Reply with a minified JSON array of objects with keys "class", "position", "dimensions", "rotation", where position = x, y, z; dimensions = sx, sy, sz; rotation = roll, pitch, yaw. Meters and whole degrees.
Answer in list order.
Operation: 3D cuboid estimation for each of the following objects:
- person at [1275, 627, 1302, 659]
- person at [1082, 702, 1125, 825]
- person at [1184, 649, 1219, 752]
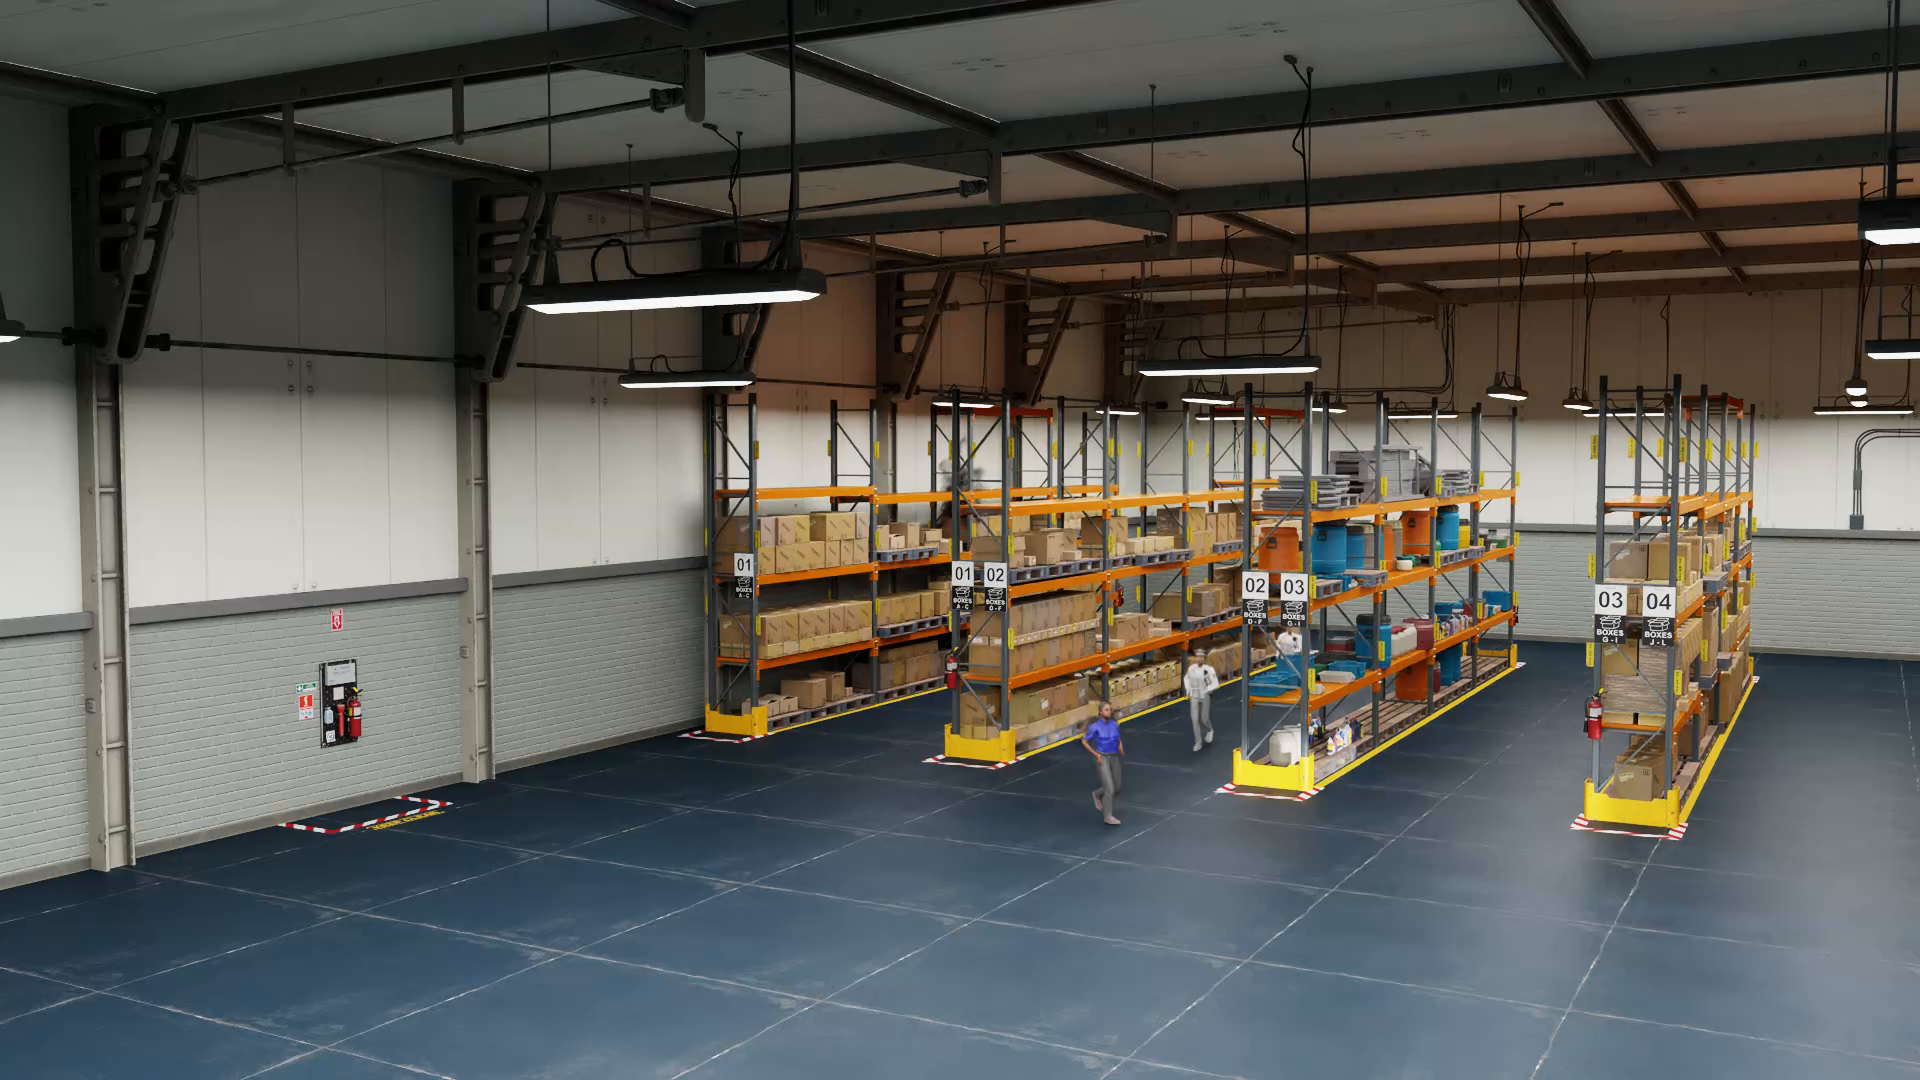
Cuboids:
[{"class":"person","position":[6.488,2.383,32.731],"dimensions":[0.622,1.670,0.896],"rotation":[1,3,18]},{"class":"person","position":[1.941,2.984,22.394],"dimensions":[0.581,1.607,0.681],"rotation":[-2,4,-31]},{"class":"person","position":[4.032,2.655,27.893],"dimensions":[0.624,1.692,0.717],"rotation":[1,3,21]}]
